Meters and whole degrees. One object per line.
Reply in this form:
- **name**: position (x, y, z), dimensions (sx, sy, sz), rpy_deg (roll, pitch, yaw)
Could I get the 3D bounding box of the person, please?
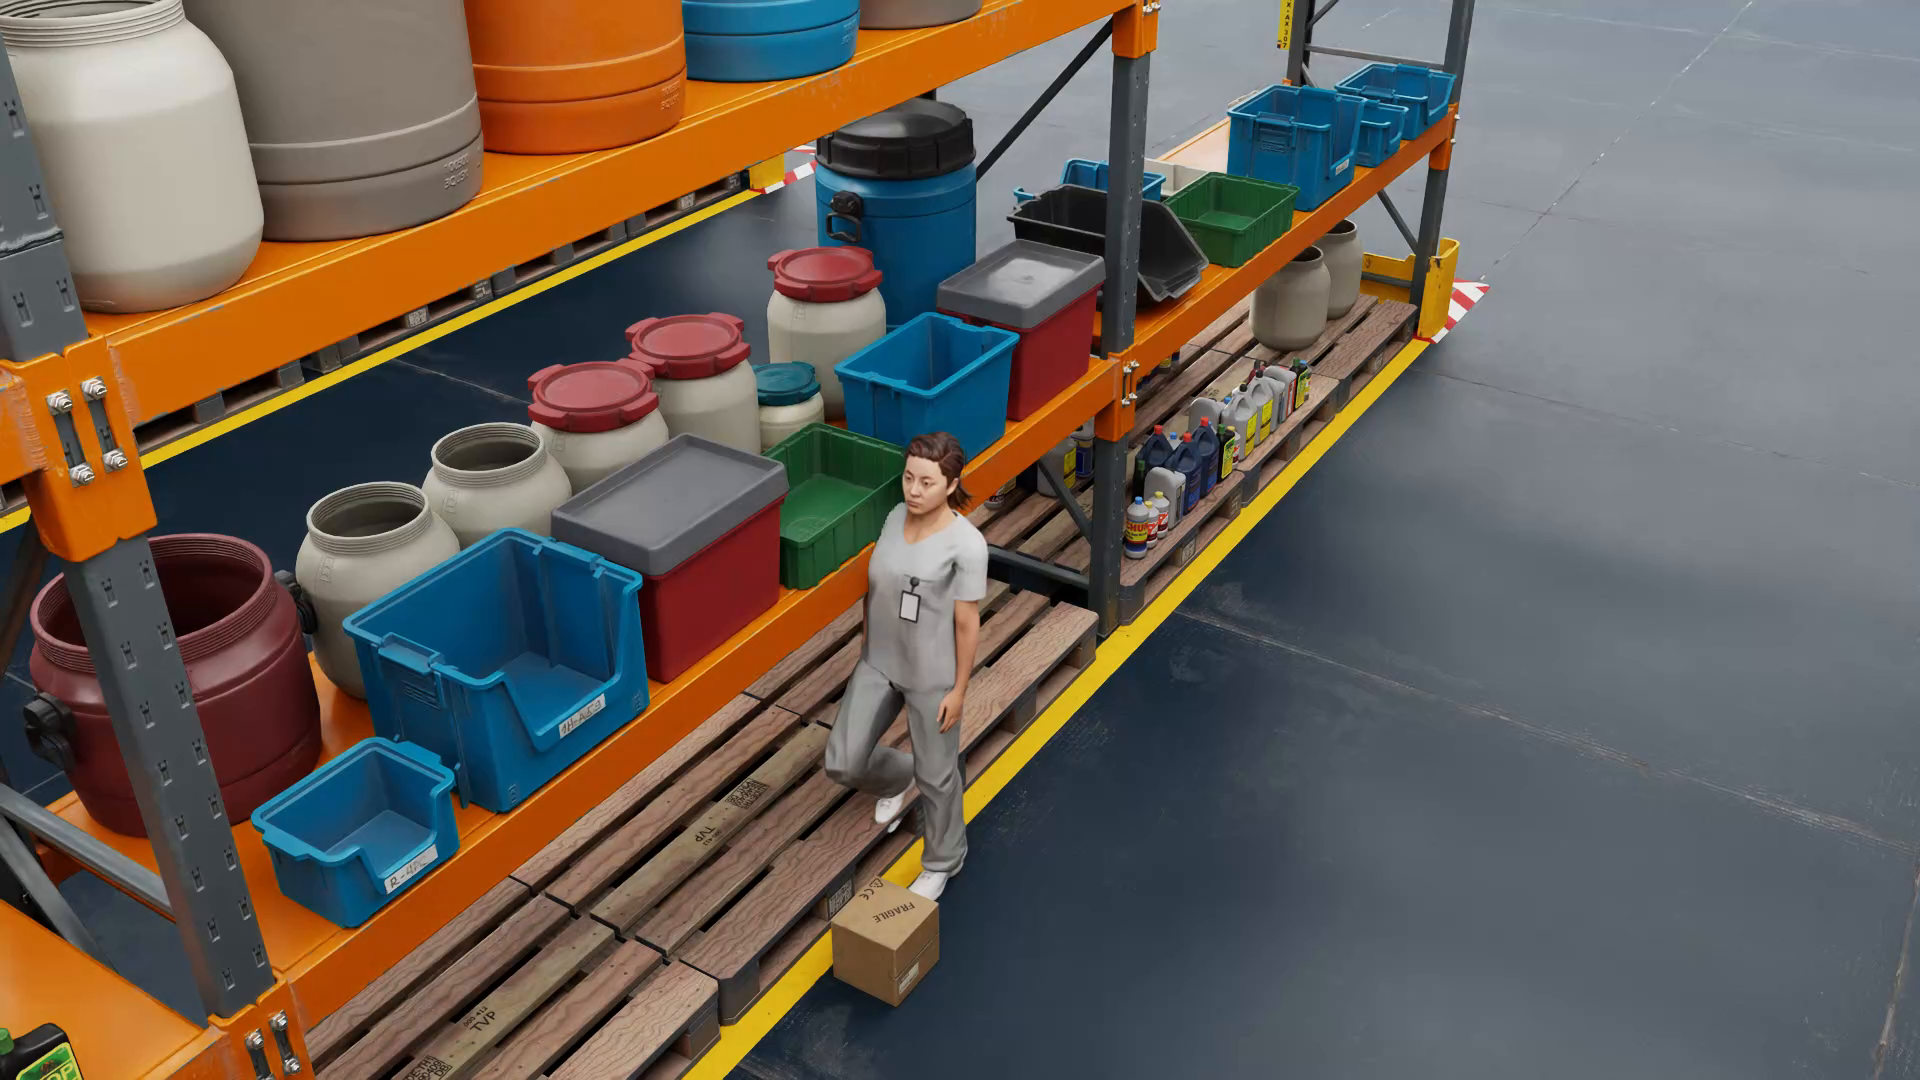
- **person**: position (-0.153, 0.441, 5.402), dimensions (0.443, 1.658, 0.531), rpy_deg (19, 35, 29)
